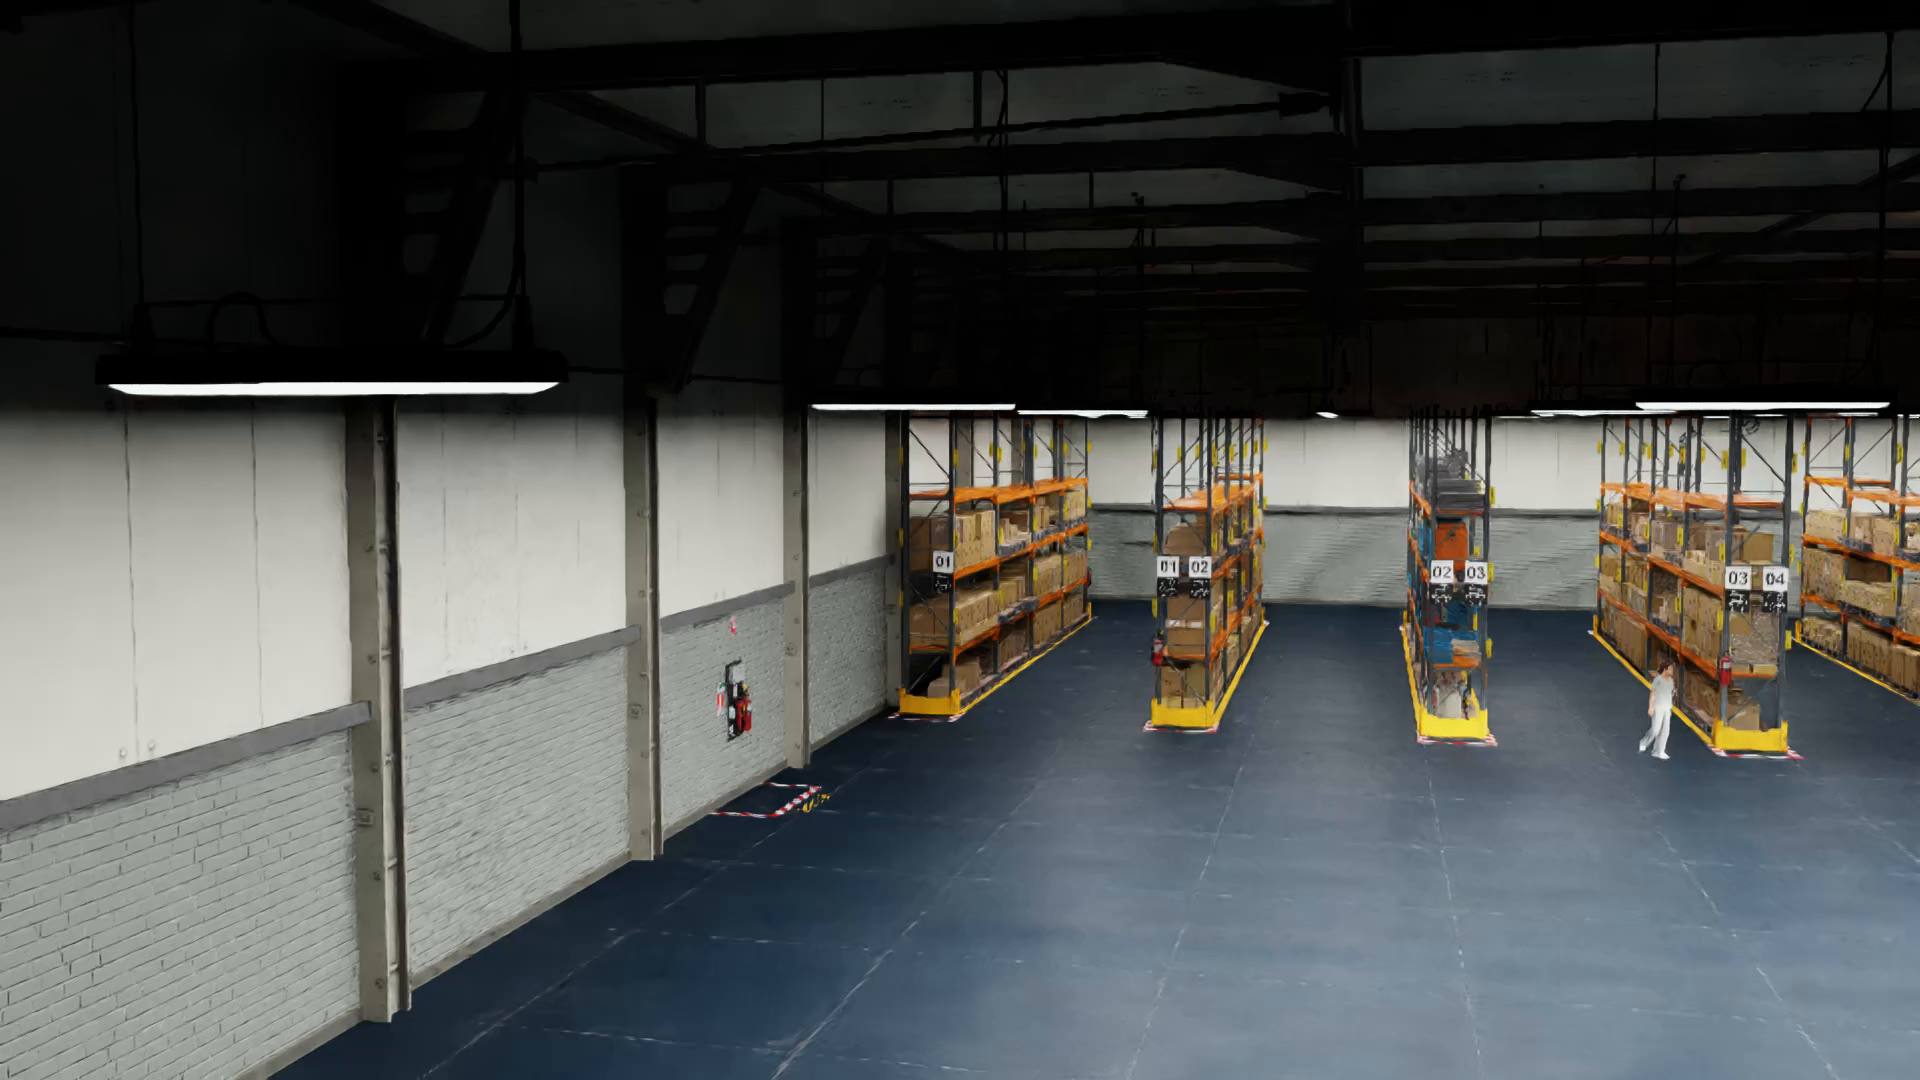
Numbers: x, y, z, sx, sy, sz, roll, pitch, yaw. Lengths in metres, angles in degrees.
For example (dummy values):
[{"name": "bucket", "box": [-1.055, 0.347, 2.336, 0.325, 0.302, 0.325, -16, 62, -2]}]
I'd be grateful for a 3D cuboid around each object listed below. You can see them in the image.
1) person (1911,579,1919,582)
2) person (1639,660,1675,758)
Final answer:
[{"name": "person", "box": [23.719, 1.849, 41.395, 0.629, 1.773, 0.678, 4, 6, 44]}, {"name": "person", "box": [11.872, 2.864, 28.329, 0.516, 1.662, 0.524, -2, 4, -22]}]
